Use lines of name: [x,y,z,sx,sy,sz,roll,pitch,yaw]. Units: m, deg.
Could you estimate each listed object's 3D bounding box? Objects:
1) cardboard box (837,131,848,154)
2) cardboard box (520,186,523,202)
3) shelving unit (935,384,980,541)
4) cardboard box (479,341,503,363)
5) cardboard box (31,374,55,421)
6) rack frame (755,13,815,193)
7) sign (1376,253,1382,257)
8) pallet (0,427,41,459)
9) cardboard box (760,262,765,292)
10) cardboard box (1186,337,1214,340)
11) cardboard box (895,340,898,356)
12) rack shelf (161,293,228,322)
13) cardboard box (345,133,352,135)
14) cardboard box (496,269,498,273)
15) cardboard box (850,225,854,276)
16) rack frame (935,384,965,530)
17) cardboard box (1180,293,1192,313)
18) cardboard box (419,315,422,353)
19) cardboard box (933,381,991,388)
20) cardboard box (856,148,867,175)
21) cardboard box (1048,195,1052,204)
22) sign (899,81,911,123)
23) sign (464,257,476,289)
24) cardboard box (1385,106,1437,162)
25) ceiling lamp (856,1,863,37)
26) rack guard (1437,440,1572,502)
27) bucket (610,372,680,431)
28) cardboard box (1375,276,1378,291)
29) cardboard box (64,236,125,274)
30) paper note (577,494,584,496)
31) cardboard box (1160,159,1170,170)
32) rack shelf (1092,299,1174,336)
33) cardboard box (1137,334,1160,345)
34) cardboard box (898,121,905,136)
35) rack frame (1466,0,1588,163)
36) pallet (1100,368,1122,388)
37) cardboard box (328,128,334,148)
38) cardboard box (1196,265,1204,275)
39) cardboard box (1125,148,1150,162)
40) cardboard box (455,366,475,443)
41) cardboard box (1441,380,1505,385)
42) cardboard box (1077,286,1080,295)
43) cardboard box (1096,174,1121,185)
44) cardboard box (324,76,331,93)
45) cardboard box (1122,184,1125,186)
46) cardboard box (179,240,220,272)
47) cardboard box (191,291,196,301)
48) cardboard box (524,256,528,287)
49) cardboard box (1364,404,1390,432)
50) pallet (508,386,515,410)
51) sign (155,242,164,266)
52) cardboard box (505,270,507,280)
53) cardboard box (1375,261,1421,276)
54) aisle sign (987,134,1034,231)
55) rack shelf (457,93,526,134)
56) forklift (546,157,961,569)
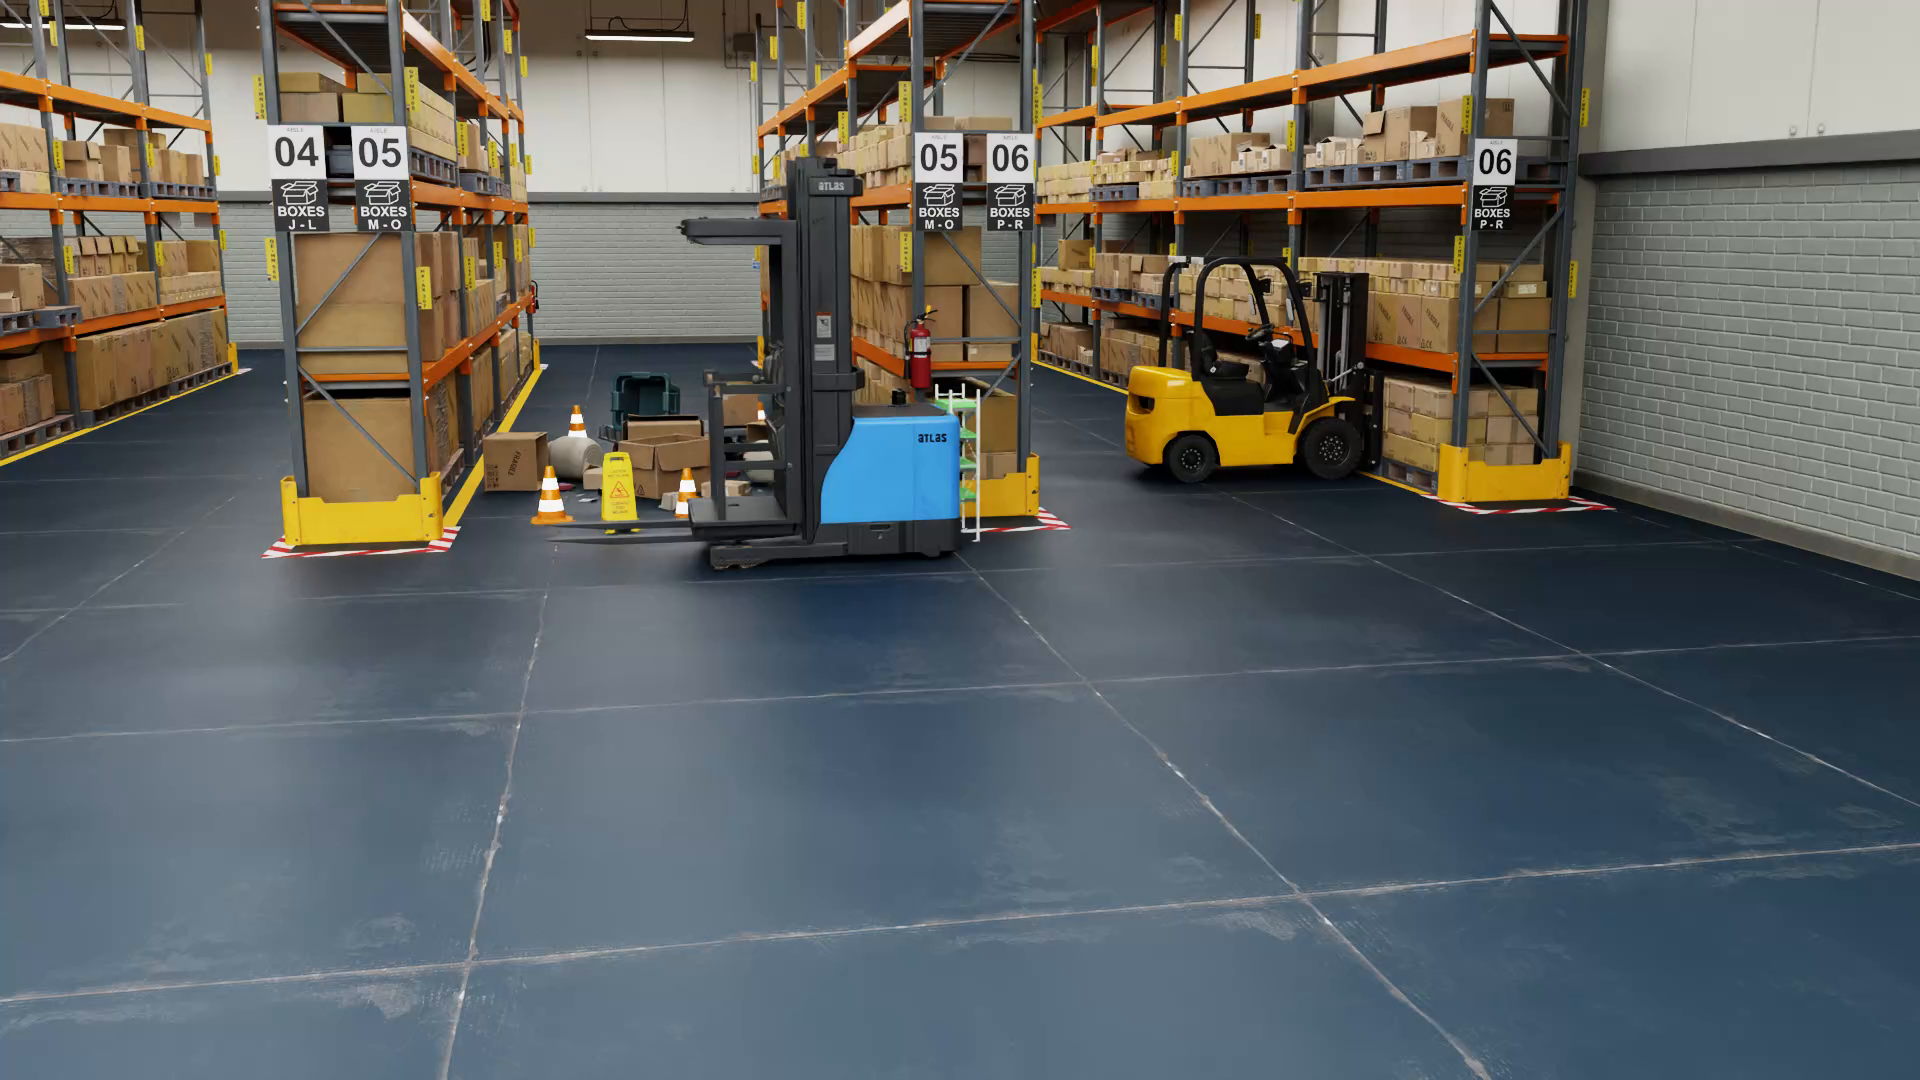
cardboard box: [-1.136,-4.559,19.043,0.500,0.250,0.500,-2,11,-10]
cardboard box: [-7.187,-5.466,26.269,0.500,0.250,0.500,-2,11,-8]
shelving unit: [-0.022,-0.621,13.248,0.258,1.200,0.503,-3,11,-13]
cardboard box: [-6.188,-2.436,21.529,0.500,0.250,0.500,-3,11,-14]
cardboard box: [-11.027,-1.658,19.394,0.700,0.500,0.500,-3,11,-14]
rack frame: [-3.012,-7.567,28.885,1.000,3.000,0.127,-2,11,-11]
sign: [4.734,-3.085,18.853,0.100,0.325,0.005,-2,11,-11]
pallet: [-10.792,-1.056,18.178,1.003,0.211,1.213,-2,11,-11]
cardboard box: [-3.200,-4.570,28.919,0.500,0.500,0.500,-2,11,-11]
cardboard box: [3.464,-2.830,23.870,0.380,0.149,0.250,-2,11,-10]
cardboard box: [-0.369,-1.713,14.845,0.380,0.149,0.250,-2,11,-12]
rack shelf: [-12.344,-3.539,25.692,1.077,0.370,4.000,-2,11,-11]
cardboard box: [-5.298,-3.552,14.026,0.500,0.250,0.500,-2,11,-11]
cardboard box: [-6.494,-3.708,22.612,0.380,0.149,0.250,-2,11,-12]
cardboard box: [-0.727,-2.922,16.790,0.700,0.500,0.500,-2,11,-11]
rack frame: [-0.080,-0.665,13.480,0.240,1.200,0.015,-3,11,-13]
cardboard box: [3.259,-3.170,22.228,0.500,0.250,0.500,-2,11,-11]
cardboard box: [-4.981,-1.727,13.845,0.875,0.550,0.550,-2,11,-11]
cardboard box: [0.014,-1.259,16.016,0.500,0.500,0.500,-2,11,-10]
cardboard box: [-0.751,-3.780,16.617,0.500,0.250,0.500,-2,11,-11]
cardboard box: [1.748,-5.940,29.031,0.380,0.149,0.250,-2,11,-10]
sign: [-0.448,-3.577,13.578,0.100,0.325,0.005,-2,11,-11]
sign: [-4.970,-2.705,16.858,0.100,0.325,0.005,-2,11,-11]
cardboard box: [4.542,-3.908,16.027,0.700,0.500,0.500,-2,11,-11]
ceiling lamp: [-0.949,-11.022,31.429,2.000,3.185,0.800,-2,11,-11]
rack guard: [4.973,-0.634,15.190,1.175,0.500,0.348,-2,11,-11]
bucket: [-3.226,-1.418,17.313,0.726,0.611,0.620,2,1,9]
cardboard box: [4.392,-2.571,16.680,0.380,0.149,0.250,-2,11,-11]
cardboard box: [-11.700,-3.824,22.317,0.797,0.503,0.637,-2,11,-10]
paper note: [-3.505,-0.415,15.348,0.032,0.001,0.123,4,11,18]
cardboard box: [3.006,-5.227,23.152,0.380,0.149,0.250,-2,11,-13]
rack shelf: [3.023,-3.347,24.683,1.077,0.370,4.000,-2,11,-11]
cardboard box: [2.837,-2.956,24.533,0.380,0.149,0.250,-3,11,-14]
cardboard box: [-0.335,-3.573,14.464,0.380,0.149,0.250,-2,11,-12]
rack frame: [4.968,-4.813,14.419,1.000,3.000,0.127,-2,11,-11]
pallet: [2.830,-2.550,26.027,1.003,0.211,1.213,-2,11,-11]
cardboard box: [-5.181,-3.187,13.178,0.380,0.149,0.250,-2,11,-11]
cardboard box: [3.314,-3.537,21.756,0.380,0.149,0.250,-2,11,-9]
cardboard box: [2.761,-5.969,25.889,0.396,0.266,0.258,-2,11,-12]
cardboard box: [-5.723,-1.432,17.591,1.050,0.750,0.750,-2,11,-11]
cardboard box: [4.960,-1.400,16.084,0.500,0.250,0.500,-2,11,-11]
cardboard box: [2.154,-4.136,27.576,0.380,0.149,0.250,-2,11,-10]
cardboard box: [2.319,-5.555,25.618,0.380,0.149,0.250,-2,11,-10]
cardboard box: [-5.181,-3.579,13.105,0.380,0.149,0.250,-2,11,-11]
cardboard box: [2.815,-5.716,26.791,0.500,0.250,0.500,-2,11,-12]
cardboard box: [-12.380,-4.620,27.049,0.500,0.500,0.500,-2,11,-10]
cardboard box: [-11.991,-3.754,25.572,0.380,0.149,0.250,-2,11,-13]
cardboard box: [-7.305,-4.356,26.997,0.500,0.500,0.500,-2,11,-11]
cardboard box: [4.359,-1.232,16.539,0.500,0.250,0.500,-2,11,-12]
pallet: [-6.676,-1.951,22.881,1.003,0.211,1.213,-2,11,-11]
sign: [-11.424,-4.077,23.710,0.100,0.325,0.005,-2,11,-11]
cardboard box: [-6.799,-3.851,24.159,0.380,0.149,0.250,-2,11,-9]
cardboard box: [4.388,-2.719,16.664,0.380,0.149,0.250,-2,11,-10]
aisle sign: [0.416,-2.962,13.784,0.394,0.787,0.004,-2,11,-11]
rack shelf: [-7.459,-6.646,25.982,1.077,0.370,4.000,-2,11,-11]
forklift: [-1.559,-1.333,12.362,3.031,2.935,1.130,-2,11,-11]
